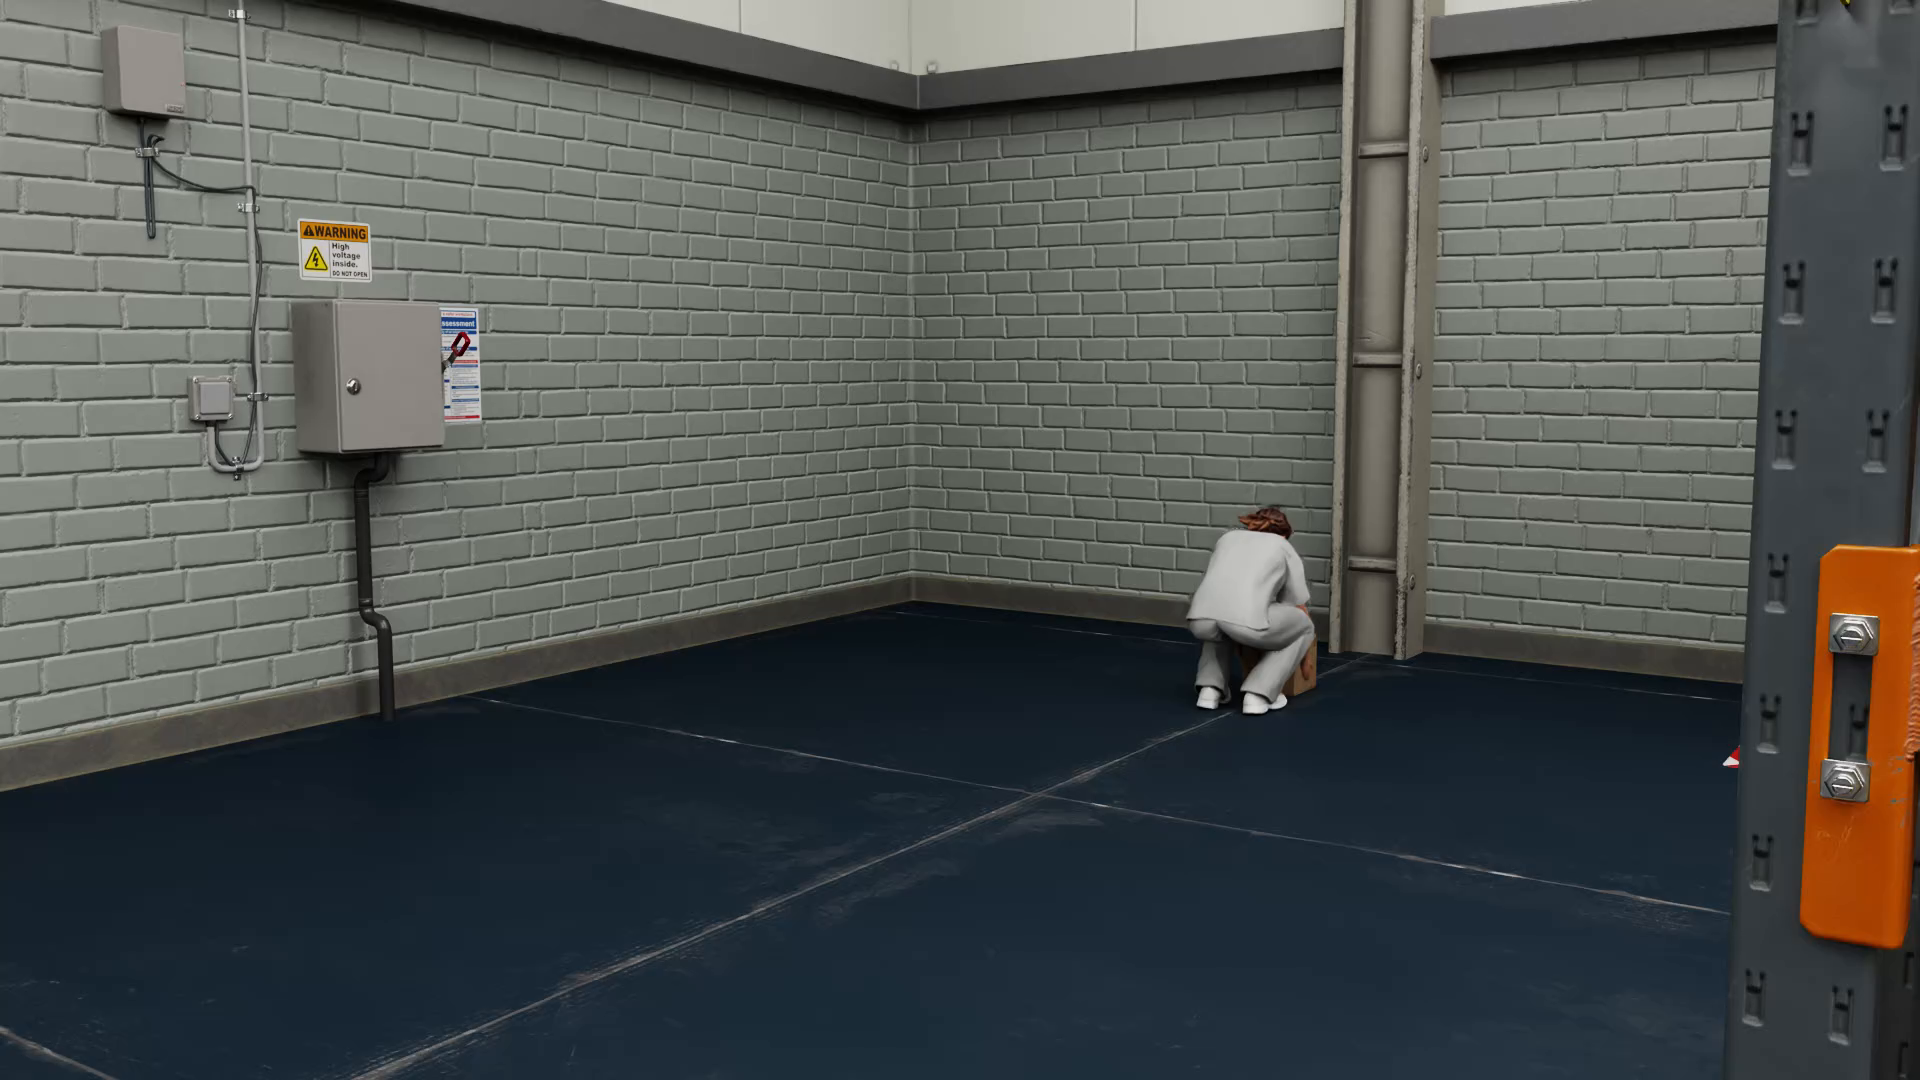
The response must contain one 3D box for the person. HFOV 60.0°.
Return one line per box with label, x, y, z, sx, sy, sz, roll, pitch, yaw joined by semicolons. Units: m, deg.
person;1.257;0.296;7.180;0.483;0.823;0.801;4;8;34
